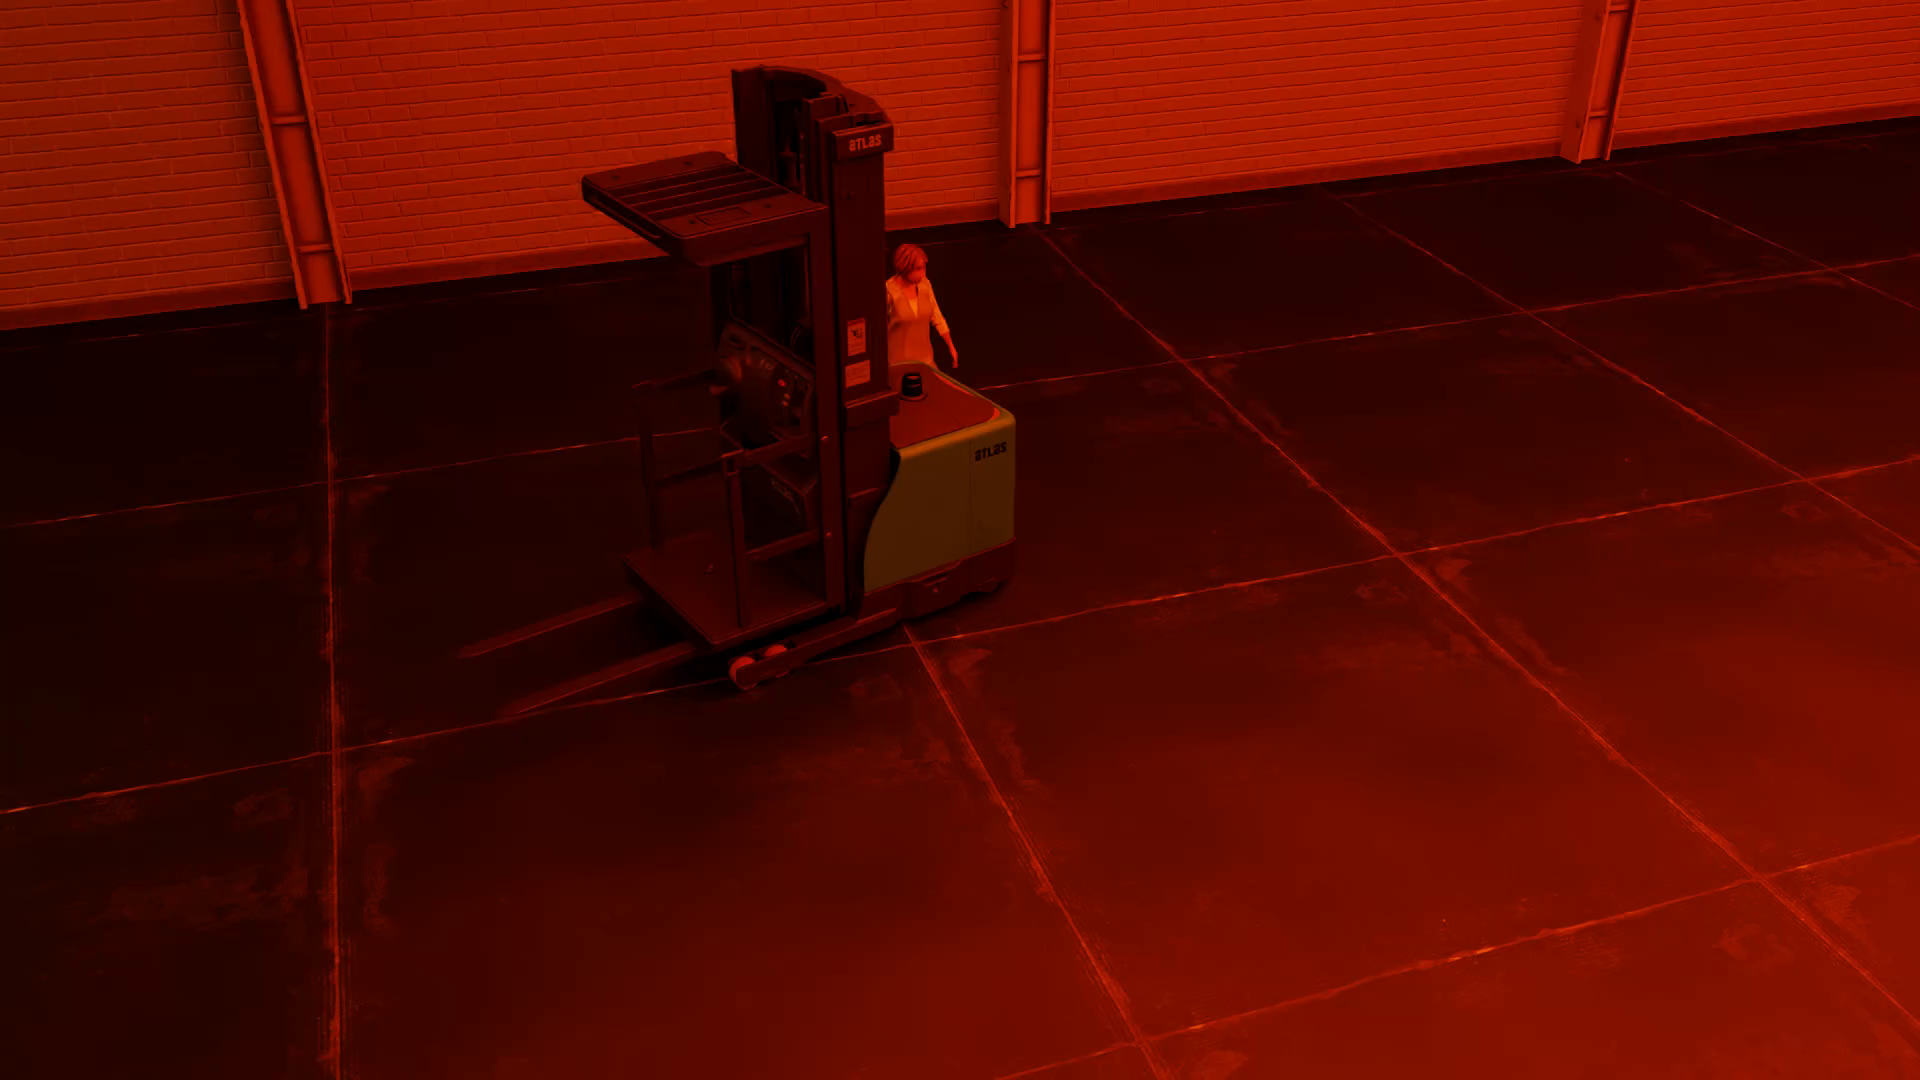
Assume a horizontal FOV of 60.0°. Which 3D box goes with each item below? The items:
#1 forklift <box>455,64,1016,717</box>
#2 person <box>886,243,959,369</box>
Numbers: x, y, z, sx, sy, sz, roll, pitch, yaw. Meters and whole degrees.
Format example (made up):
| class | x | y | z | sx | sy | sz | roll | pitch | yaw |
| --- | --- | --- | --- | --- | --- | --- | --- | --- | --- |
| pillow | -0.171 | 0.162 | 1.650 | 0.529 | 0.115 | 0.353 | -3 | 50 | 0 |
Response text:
| class | x | y | z | sx | sy | sz | roll | pitch | yaw |
| --- | --- | --- | --- | --- | --- | --- | --- | --- | --- |
| forklift | -1.176 | -0.792 | 8.464 | 3.031 | 2.935 | 1.130 | -20 | 35 | -30 |
| person | -0.305 | -1.112 | 10.385 | 0.653 | 1.574 | 0.316 | -21 | 36 | -32 |
